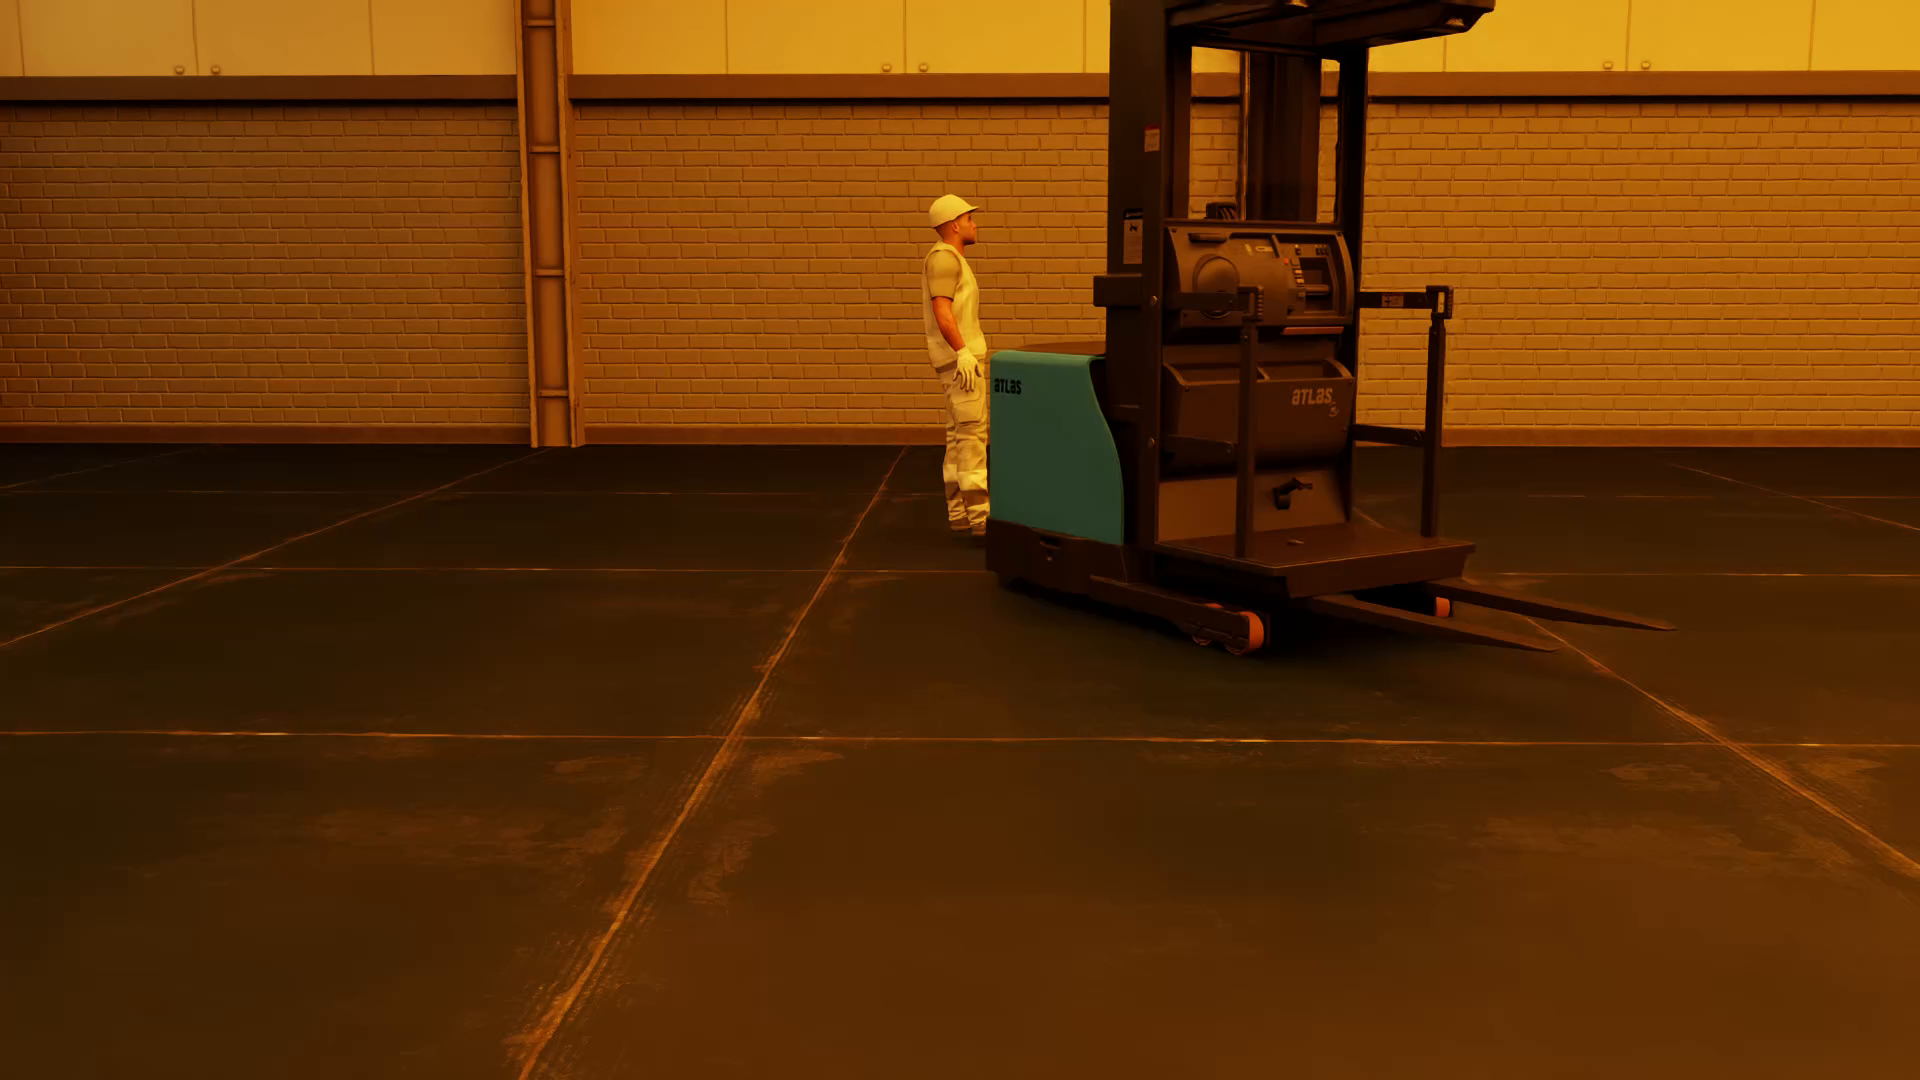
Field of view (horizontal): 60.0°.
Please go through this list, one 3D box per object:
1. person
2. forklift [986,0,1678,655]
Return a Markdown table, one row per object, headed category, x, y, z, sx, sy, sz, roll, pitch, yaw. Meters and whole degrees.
| category | x | y | z | sx | sy | sz | roll | pitch | yaw |
| --- | --- | --- | --- | --- | --- | --- | --- | --- | --- |
| person | 0.079 | -0.929 | 8.846 | 0.564 | 1.787 | 0.637 | 0 | 9 | 1 |
| forklift | 1.330 | -1.100 | 6.497 | 1.130 | 2.935 | 3.031 | -5 | 10 | -32 |
